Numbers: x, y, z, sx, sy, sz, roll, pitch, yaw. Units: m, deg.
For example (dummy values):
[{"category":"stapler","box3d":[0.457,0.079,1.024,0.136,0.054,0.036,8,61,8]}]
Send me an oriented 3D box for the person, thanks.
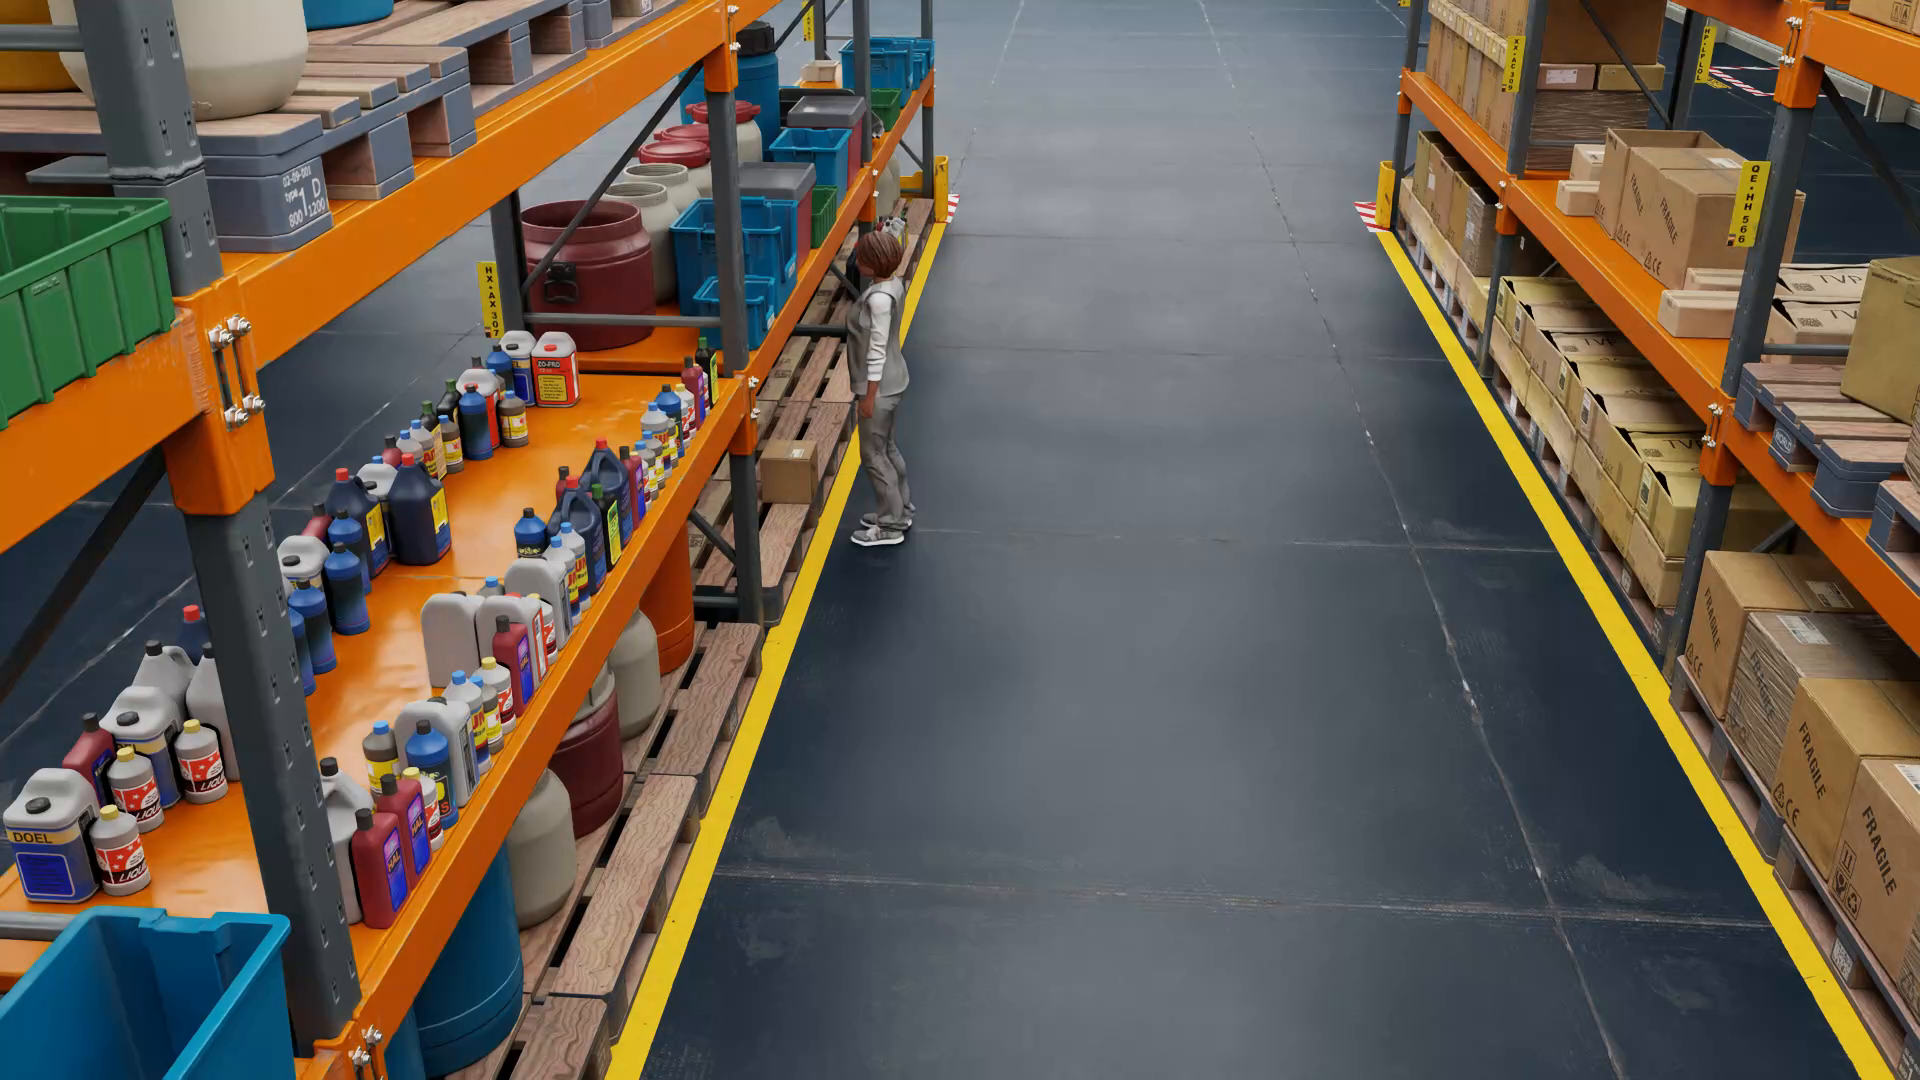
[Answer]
[{"category":"person","box3d":[-0.398,-0.742,8.223,0.310,1.597,0.406,2,25,5]}]
